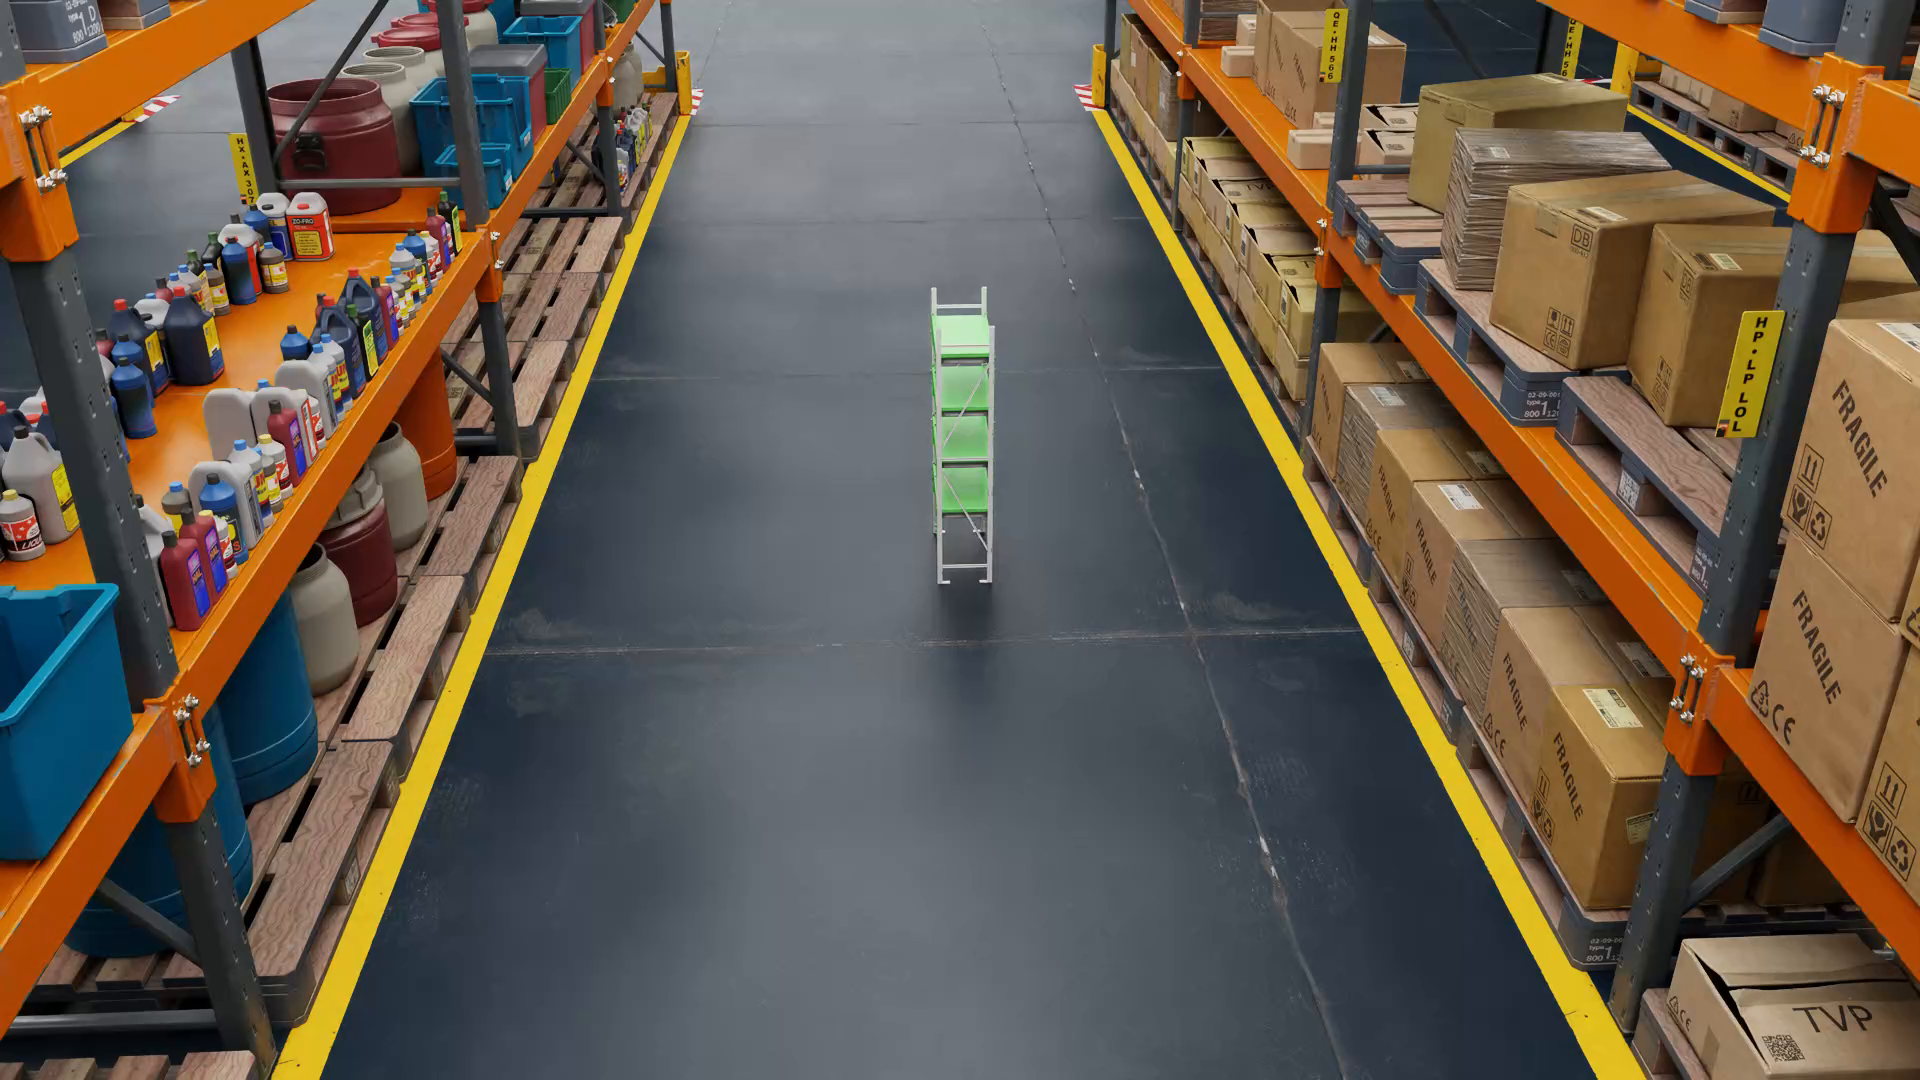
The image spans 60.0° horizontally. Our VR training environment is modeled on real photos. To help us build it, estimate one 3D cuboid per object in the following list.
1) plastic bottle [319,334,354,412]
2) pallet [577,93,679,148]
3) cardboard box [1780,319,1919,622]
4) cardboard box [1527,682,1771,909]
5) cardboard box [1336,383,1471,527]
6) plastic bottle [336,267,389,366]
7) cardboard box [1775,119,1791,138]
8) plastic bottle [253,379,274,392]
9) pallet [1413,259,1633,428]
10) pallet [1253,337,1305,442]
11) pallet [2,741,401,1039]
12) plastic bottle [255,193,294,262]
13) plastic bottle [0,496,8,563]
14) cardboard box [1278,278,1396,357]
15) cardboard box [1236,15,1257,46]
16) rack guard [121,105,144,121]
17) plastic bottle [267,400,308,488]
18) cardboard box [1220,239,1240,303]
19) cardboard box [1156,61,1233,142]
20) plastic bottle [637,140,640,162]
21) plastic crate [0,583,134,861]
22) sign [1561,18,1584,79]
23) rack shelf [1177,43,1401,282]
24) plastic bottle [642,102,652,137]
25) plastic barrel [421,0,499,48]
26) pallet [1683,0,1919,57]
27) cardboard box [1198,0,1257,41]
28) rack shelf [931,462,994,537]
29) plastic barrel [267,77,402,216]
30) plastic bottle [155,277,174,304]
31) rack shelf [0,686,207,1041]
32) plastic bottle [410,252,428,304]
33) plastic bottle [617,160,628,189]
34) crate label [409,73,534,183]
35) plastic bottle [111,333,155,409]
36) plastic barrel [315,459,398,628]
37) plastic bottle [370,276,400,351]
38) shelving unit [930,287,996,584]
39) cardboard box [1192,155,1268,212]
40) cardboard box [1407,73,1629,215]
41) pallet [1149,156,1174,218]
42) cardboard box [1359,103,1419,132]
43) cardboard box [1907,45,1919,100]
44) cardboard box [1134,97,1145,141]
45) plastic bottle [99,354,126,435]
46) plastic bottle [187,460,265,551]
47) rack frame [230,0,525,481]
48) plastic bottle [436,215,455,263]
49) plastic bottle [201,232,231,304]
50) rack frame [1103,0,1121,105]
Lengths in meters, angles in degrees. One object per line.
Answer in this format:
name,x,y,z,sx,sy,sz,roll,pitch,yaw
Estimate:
plastic bottle,-2.174,-0.581,5.760,0.097,0.271,0.097,0,28,0
pallet,-3.025,-3.677,14.573,1.003,0.211,1.213,-1,28,-3
cardboard box,2.204,-0.162,3.629,0.500,0.500,0.500,-1,28,-1
cardboard box,2.149,0.793,5.213,0.500,0.500,0.500,-2,28,-3
cardboard box,2.023,-0.374,7.452,0.500,0.500,0.500,-2,28,-5
plastic bottle,-2.221,-0.828,6.147,0.144,0.351,0.185,-1,28,-3
cardboard box,6.926,-3.385,13.604,0.380,0.149,0.250,-4,28,-7
plastic bottle,-2.314,-0.439,5.564,0.097,0.201,0.097,0,28,0
pallet,2.358,-0.763,6.178,1.003,0.211,1.213,-1,28,-3
pallet,2.248,-0.891,9.230,1.003,0.211,1.213,-1,28,-3
pallet,-2.485,1.098,5.417,1.003,0.211,1.213,-1,28,-3
plastic bottle,-2.995,-1.366,7.259,0.152,0.276,0.135,-1,28,-3
plastic bottle,-2.848,-0.069,4.773,0.152,0.276,0.135,-1,28,-3
cardboard box,1.979,-1.198,8.716,0.500,0.311,0.500,-1,28,-1
cardboard box,2.112,-3.301,10.997,0.500,0.250,0.500,0,28,1
rack guard,-8.055,-4.060,14.994,1.175,0.500,0.348,-1,28,-3
plastic bottle,-2.125,-0.319,5.245,0.061,0.283,0.133,-1,28,-3
cardboard box,1.898,-1.658,10.205,0.500,0.250,0.500,-1,28,-2
cardboard box,1.786,-3.333,12.606,0.500,0.500,0.500,-1,28,-3
plastic bottle,-2.533,-3.031,12.869,0.097,0.201,0.097,0,28,0
plastic crate,-2.121,0.406,3.679,0.392,0.384,0.575,-1,28,-3
sign,2.793,-2.242,7.639,0.100,0.325,0.005,-1,28,-3
rack shelf,2.148,-2.351,9.792,1.077,0.370,4.000,-1,28,-3
plastic bottle,-2.555,-3.423,13.530,0.061,0.283,0.133,-1,28,-1
plastic barrel,-3.073,-3.089,10.282,0.433,0.535,0.433,0,28,0
pallet,2.497,-1.449,4.244,1.213,0.211,1.003,-1,28,-3
cardboard box,2.014,-3.843,11.766,0.700,0.500,0.500,-2,28,-4
rack shelf,0.009,-0.186,7.467,0.258,0.148,0.480,-1,28,-3
plastic barrel,-3.022,-1.896,7.994,0.600,0.536,0.708,-1,28,-3
plastic bottle,-2.980,-0.834,6.233,0.061,0.283,0.133,-1,28,-3
rack shelf,-2.382,1.461,2.483,1.077,0.370,4.000,-1,28,-3
plastic bottle,-2.233,-1.069,6.770,0.097,0.201,0.097,0,28,0
plastic bottle,-2.493,-2.682,12.199,0.097,0.201,0.097,0,28,0
crate label,-2.477,-2.110,8.513,0.502,0.435,0.616,-1,28,-3
plastic bottle,-2.874,-0.585,5.768,0.097,0.271,0.097,0,28,0
plastic barrel,-2.593,0.001,6.657,0.600,0.588,0.708,-1,28,-3
plastic bottle,-2.188,-0.873,6.305,0.061,0.283,0.133,-1,28,-3
shelving unit,0.009,-0.456,7.326,0.258,1.200,0.503,-1,28,-3
cardboard box,1.837,-2.381,10.985,0.500,0.311,0.500,-2,28,-3
cardboard box,2.397,-1.689,7.182,0.700,0.500,0.500,-11,29,-20
pallet,2.043,-2.726,12.748,1.003,0.211,1.213,-1,28,-3
cardboard box,2.399,-2.125,8.676,0.500,0.311,0.500,-2,28,-3
cardboard box,2.239,-0.932,3.212,0.500,0.250,0.500,-1,28,-3
cardboard box,1.717,-3.462,13.664,0.500,0.250,0.500,-1,28,-3
plastic bottle,-2.894,-0.471,5.544,0.152,0.276,0.135,-1,28,-3
plastic bottle,-2.149,-0.118,4.867,0.152,0.276,0.135,-1,28,-3
rack frame,-2.695,-1.629,7.629,1.000,3.000,0.127,-1,28,-3
plastic bottle,-2.260,-1.310,7.233,0.097,0.201,0.097,0,28,0
plastic bottle,-3.009,-1.093,6.727,0.061,0.283,0.133,-1,28,-3
rack frame,1.834,-5.441,14.938,1.000,3.000,0.127,-1,28,-3
